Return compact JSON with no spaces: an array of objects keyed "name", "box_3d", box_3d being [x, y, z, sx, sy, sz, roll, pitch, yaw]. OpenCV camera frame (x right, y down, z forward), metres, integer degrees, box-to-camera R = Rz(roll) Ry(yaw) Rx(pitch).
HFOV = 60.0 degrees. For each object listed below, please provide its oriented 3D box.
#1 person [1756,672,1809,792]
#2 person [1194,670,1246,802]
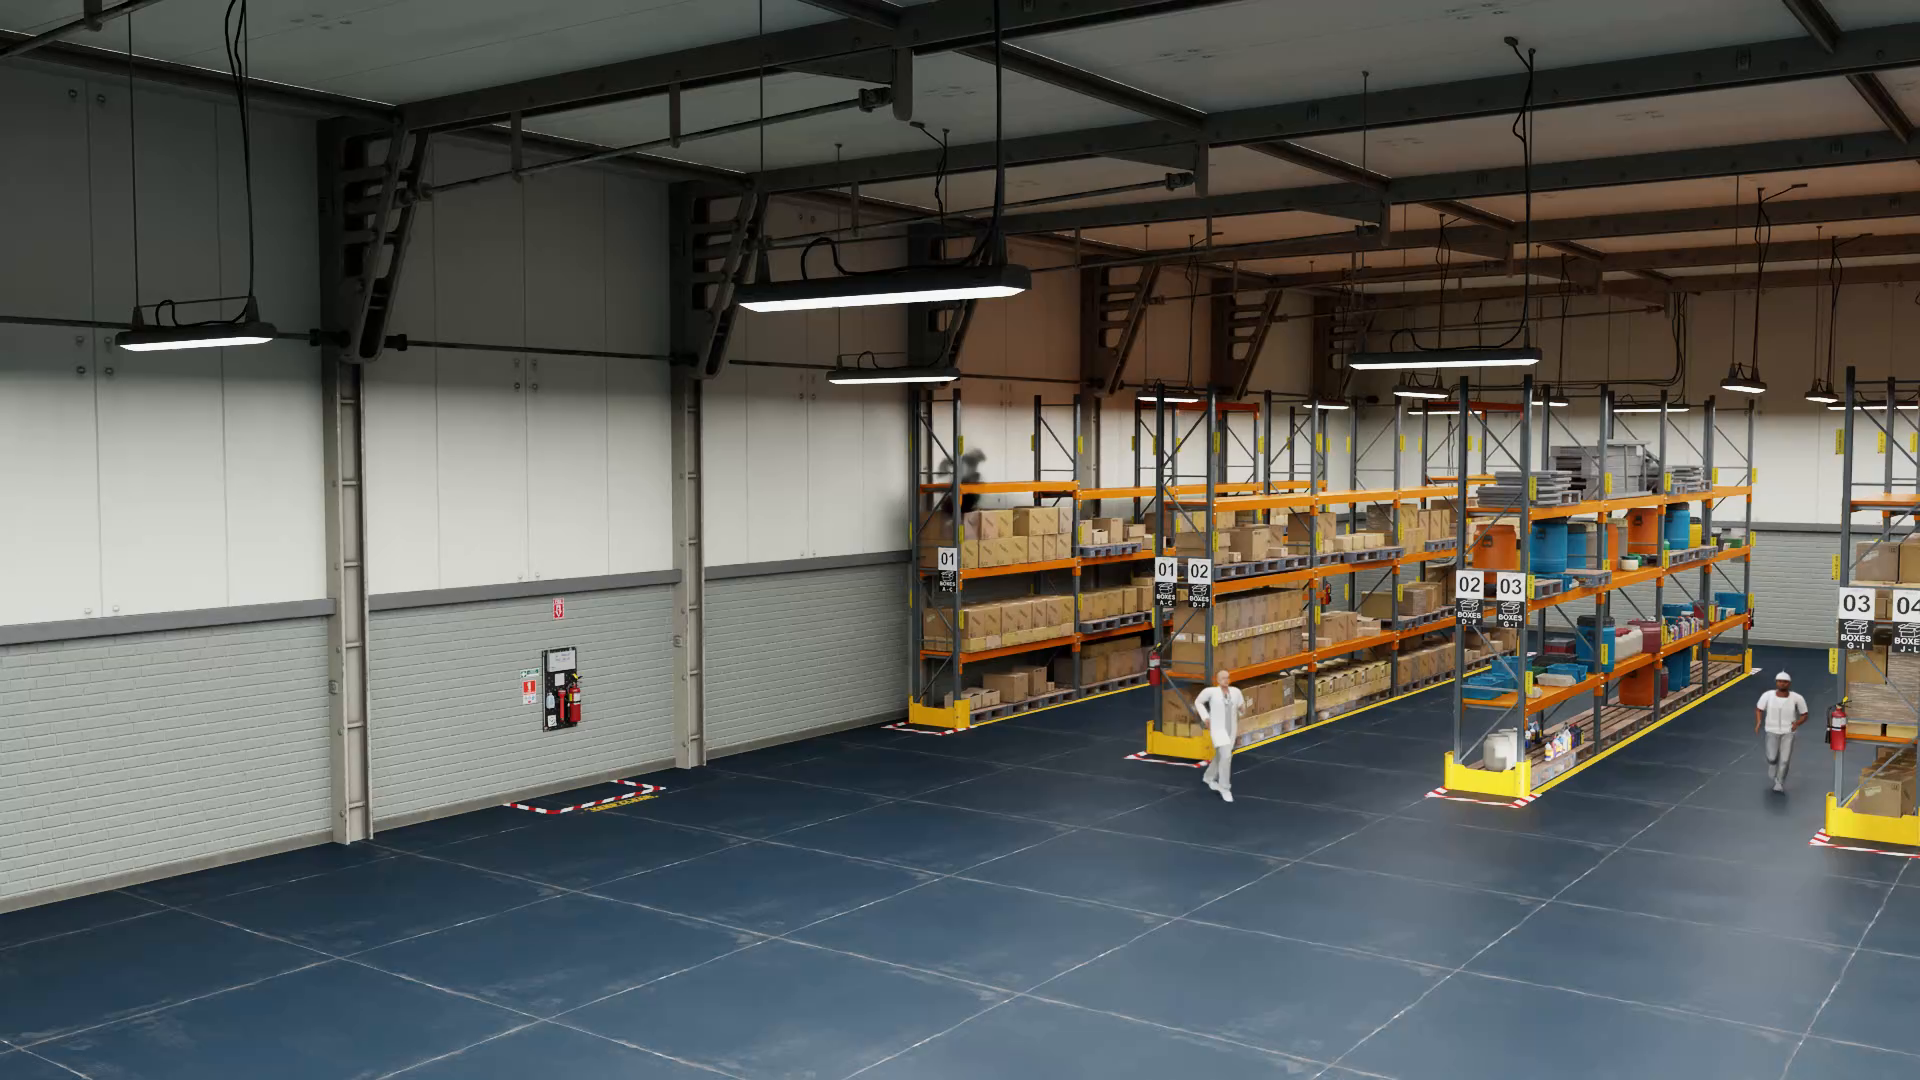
[{"name":"person","box_3d":[11.893,2.772,24.082,0.701,1.715,0.587,2,4,30]},{"name":"person","box_3d":[3.753,2.772,23.750,0.668,1.854,0.864,-1,4,-24]}]
